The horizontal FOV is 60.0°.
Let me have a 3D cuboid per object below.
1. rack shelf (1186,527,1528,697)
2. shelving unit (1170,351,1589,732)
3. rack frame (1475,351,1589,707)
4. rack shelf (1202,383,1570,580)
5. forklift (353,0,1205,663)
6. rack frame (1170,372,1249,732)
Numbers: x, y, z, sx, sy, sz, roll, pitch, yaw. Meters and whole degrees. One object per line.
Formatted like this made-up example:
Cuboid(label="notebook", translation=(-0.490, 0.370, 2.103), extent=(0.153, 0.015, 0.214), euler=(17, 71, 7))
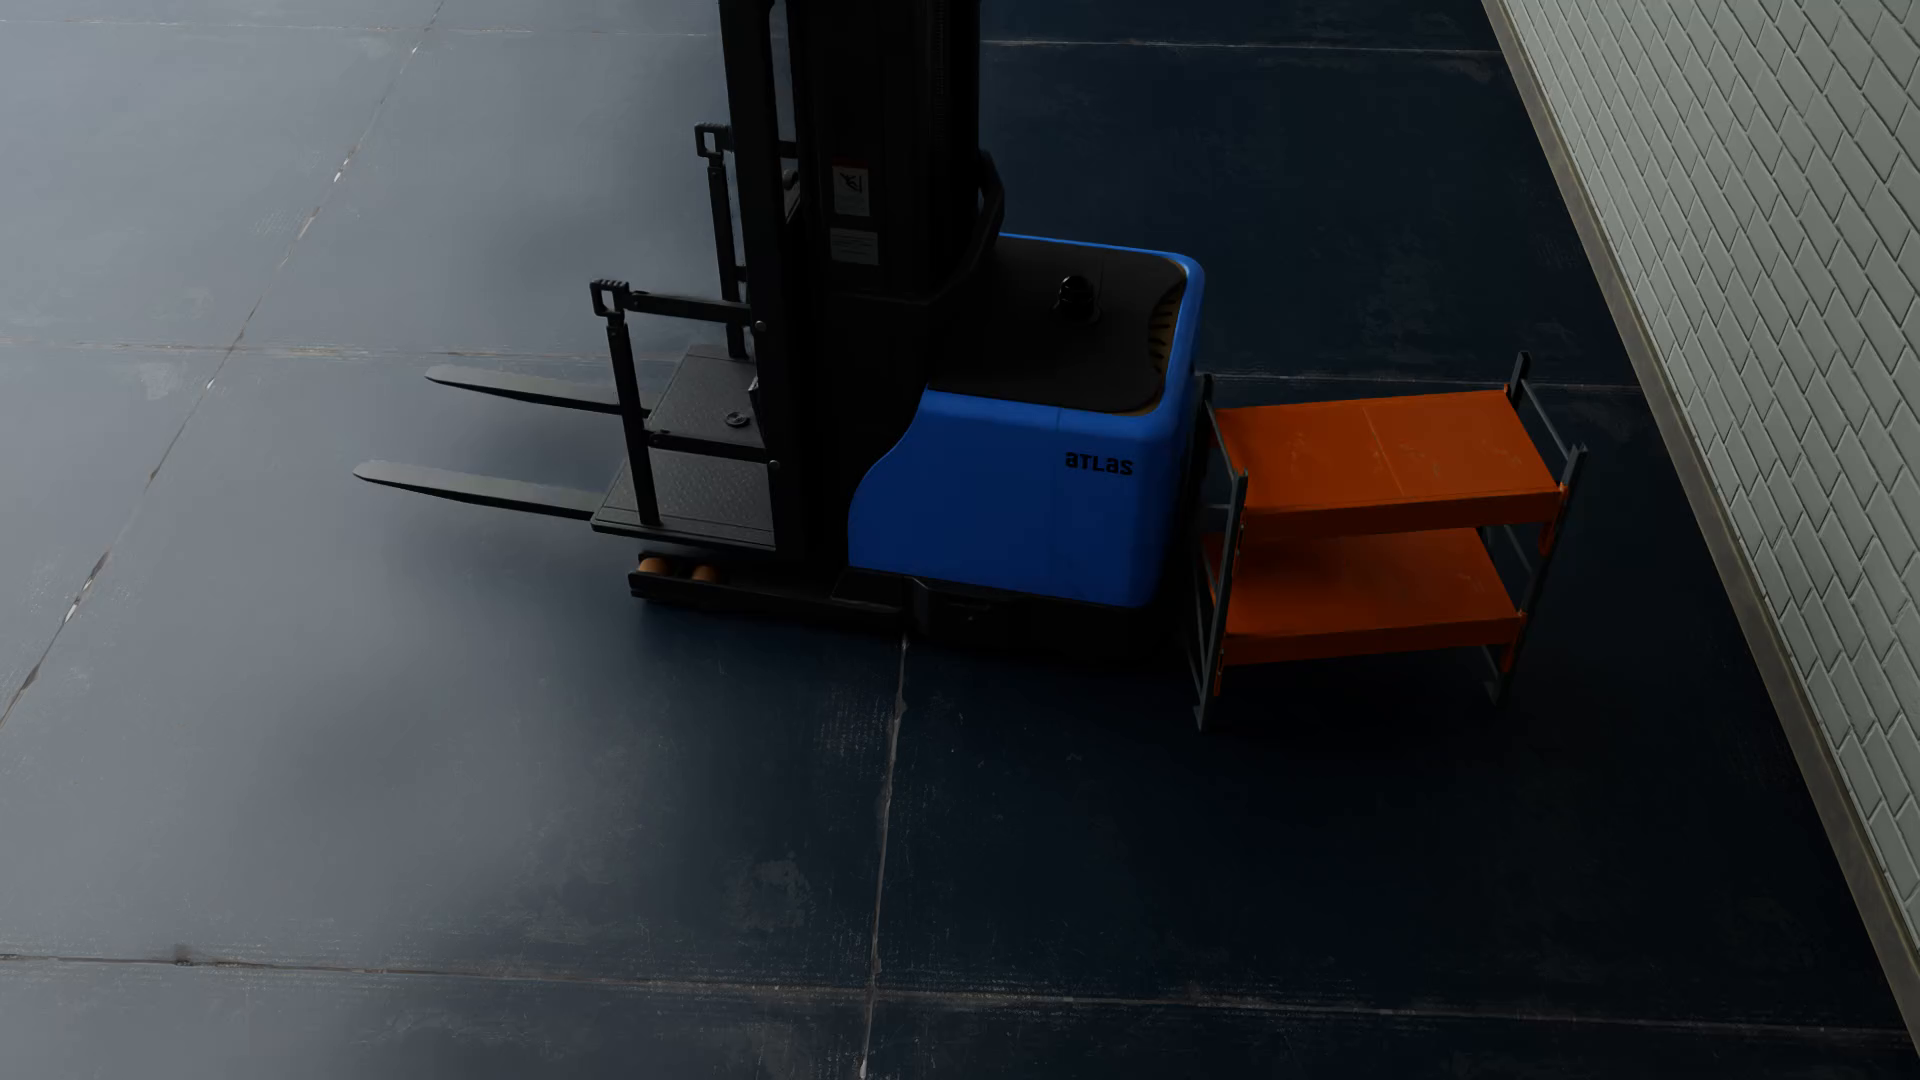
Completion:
Cuboid(label="rack shelf", translation=(1.297, 0.202, 5.567), extent=(1.000, 0.278, 0.538), euler=(-4, 43, -5))
Cuboid(label="shelving unit", translation=(1.297, 0.023, 5.400), extent=(1.048, 1.125, 0.538), euler=(-4, 43, -5))
Cuboid(label="rack frame", translation=(1.803, -0.015, 5.441), extent=(0.032, 1.125, 0.500), euler=(-4, 43, -5))
Cuboid(label="rack shelf", translation=(1.297, -0.192, 5.201), extent=(1.000, 0.278, 0.538), euler=(-4, 43, -5))
Cuboid(label="forklift", translation=(-0.714, -1.162, 5.347), extent=(3.031, 2.935, 1.130), euler=(8, 44, 9))
Cuboid(label="rack frame", translation=(0.792, 0.060, 5.360), extent=(0.032, 1.125, 0.500), euler=(-4, 43, -5))
